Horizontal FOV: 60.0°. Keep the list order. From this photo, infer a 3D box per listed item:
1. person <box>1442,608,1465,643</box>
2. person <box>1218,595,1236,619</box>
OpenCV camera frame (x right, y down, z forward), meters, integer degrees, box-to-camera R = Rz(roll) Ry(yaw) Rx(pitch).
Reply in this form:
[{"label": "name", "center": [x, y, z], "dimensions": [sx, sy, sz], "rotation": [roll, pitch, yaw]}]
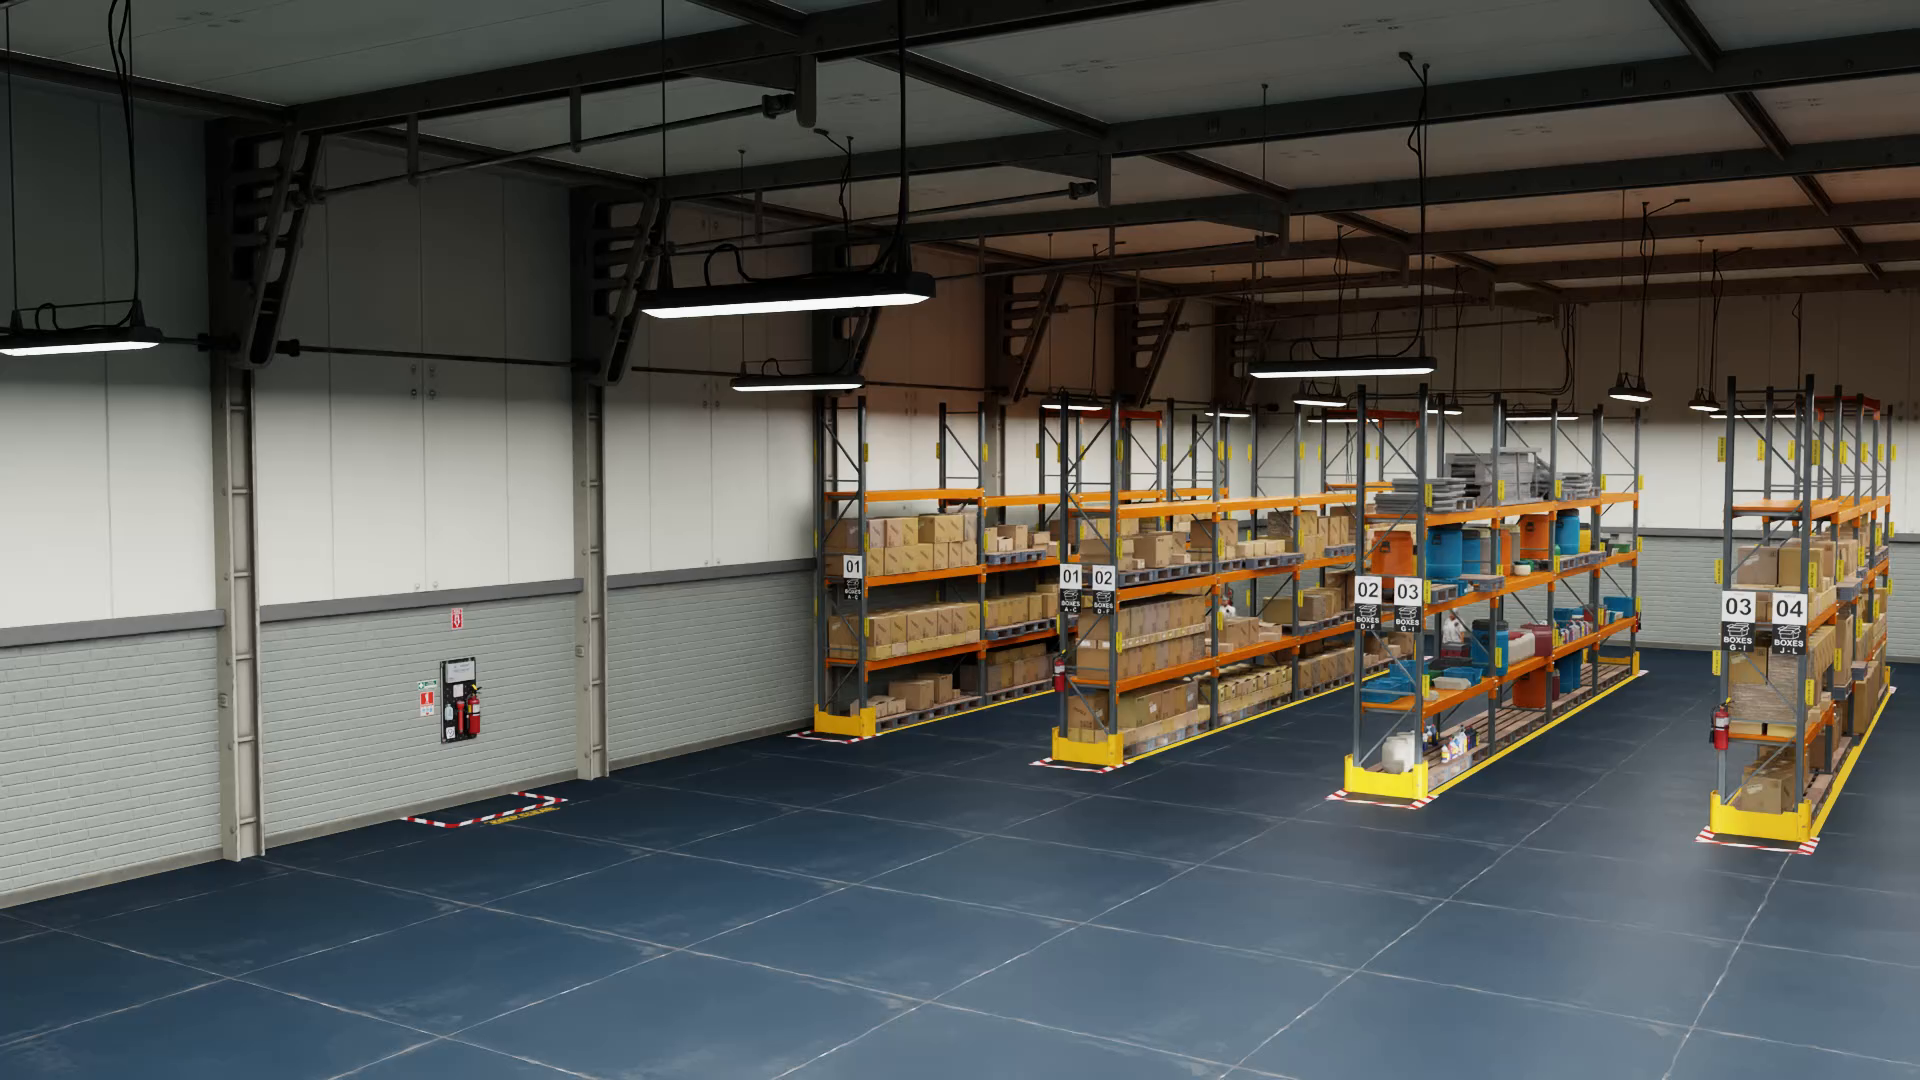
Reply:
[{"label": "person", "center": [10.815, 2.278, 36.445], "dimensions": [0.478, 1.591, 1.063], "rotation": [1, 3, 21]}, {"label": "person", "center": [6.361, 2.099, 39.415], "dimensions": [0.488, 1.636, 0.871], "rotation": [2, 3, 30]}]
